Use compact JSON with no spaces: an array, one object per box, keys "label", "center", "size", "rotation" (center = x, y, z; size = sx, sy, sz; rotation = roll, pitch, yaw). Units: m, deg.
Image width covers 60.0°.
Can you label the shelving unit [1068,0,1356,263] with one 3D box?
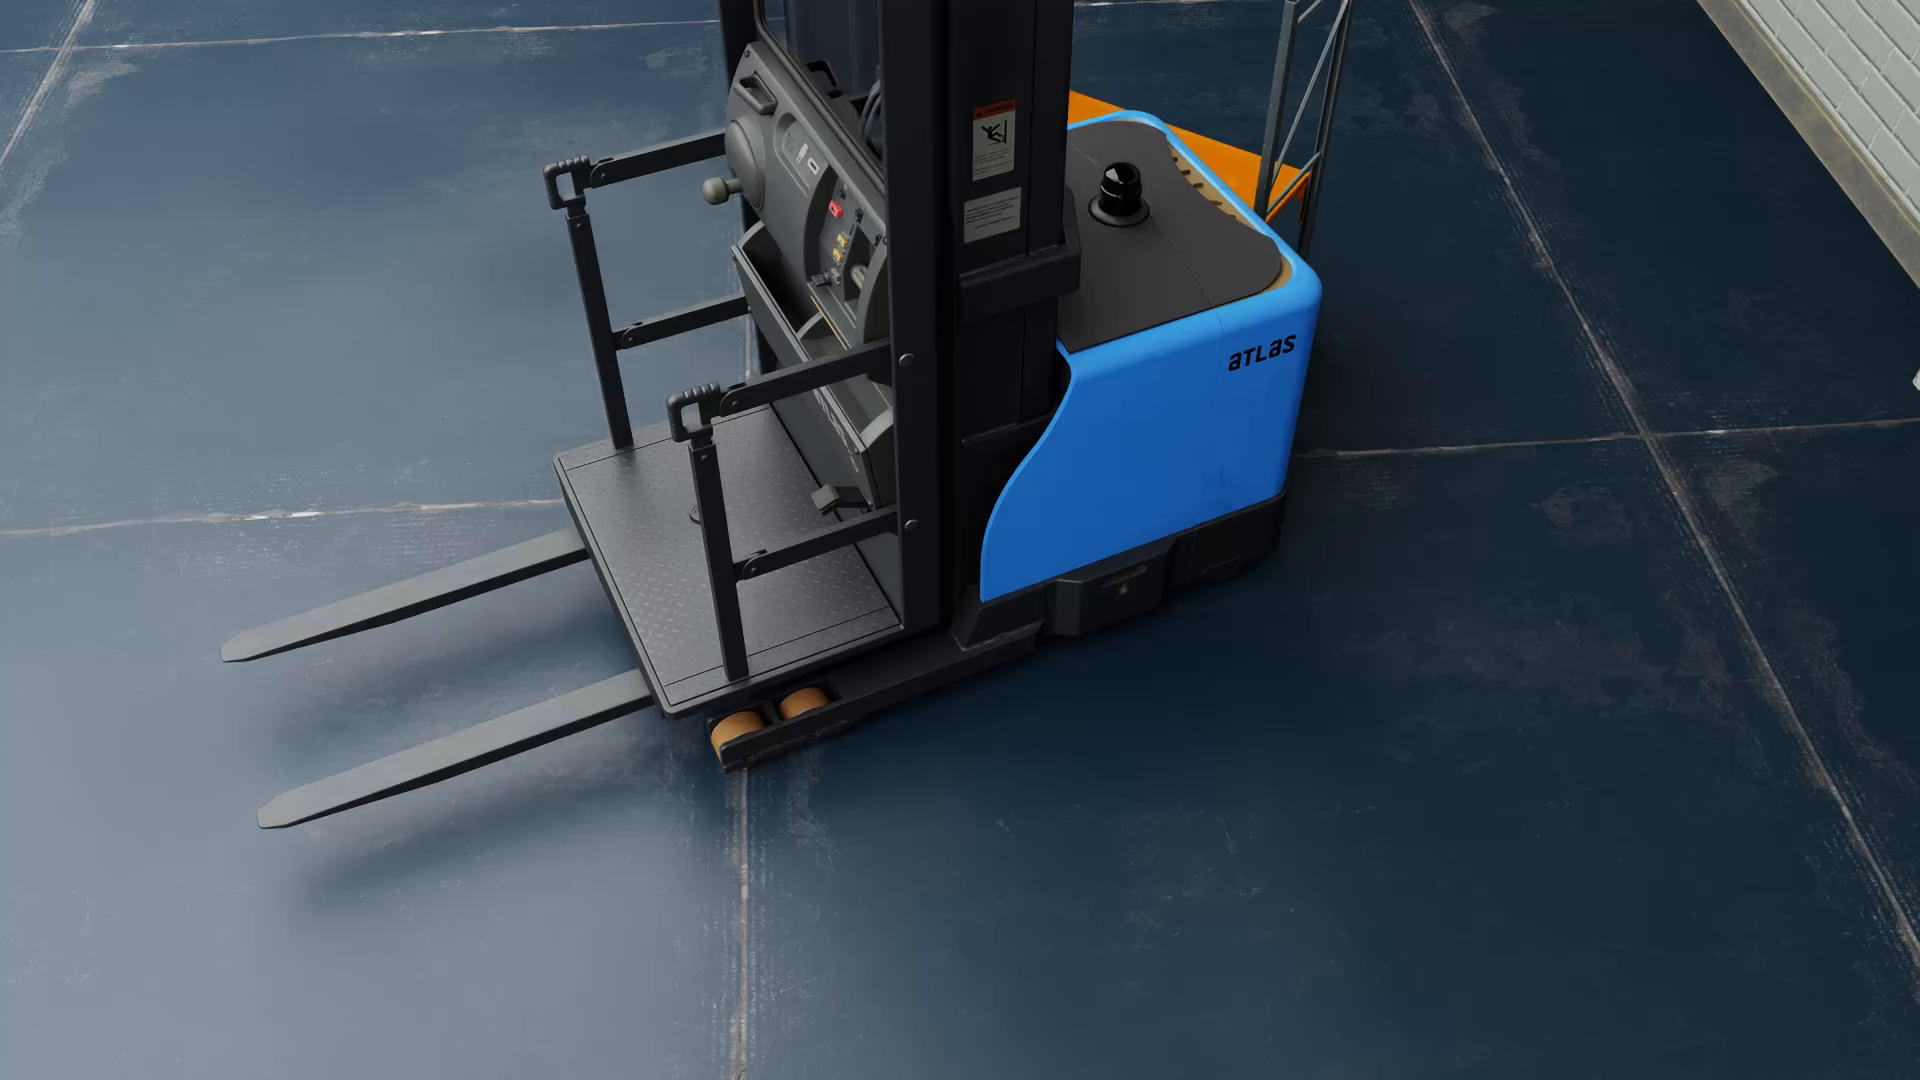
[{"label":"shelving unit","center":[0.631,-1.318,5.465],"size":[1.083,1.500,0.587],"rotation":[26,52,22]}]

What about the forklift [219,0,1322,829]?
[{"label":"forklift","center":[-0.567,-0.811,3.999],"size":[3.031,2.935,1.130],"rotation":[-19,49,-17]}]

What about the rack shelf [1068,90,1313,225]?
[{"label":"rack shelf","center":[0.624,-1.198,5.600],"size":[1.000,0.185,0.538],"rotation":[26,52,22]}]

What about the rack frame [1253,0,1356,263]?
[{"label":"rack frame","center":[1.048,-1.119,5.277],"size":[0.032,1.500,0.500],"rotation":[26,52,22]}]
